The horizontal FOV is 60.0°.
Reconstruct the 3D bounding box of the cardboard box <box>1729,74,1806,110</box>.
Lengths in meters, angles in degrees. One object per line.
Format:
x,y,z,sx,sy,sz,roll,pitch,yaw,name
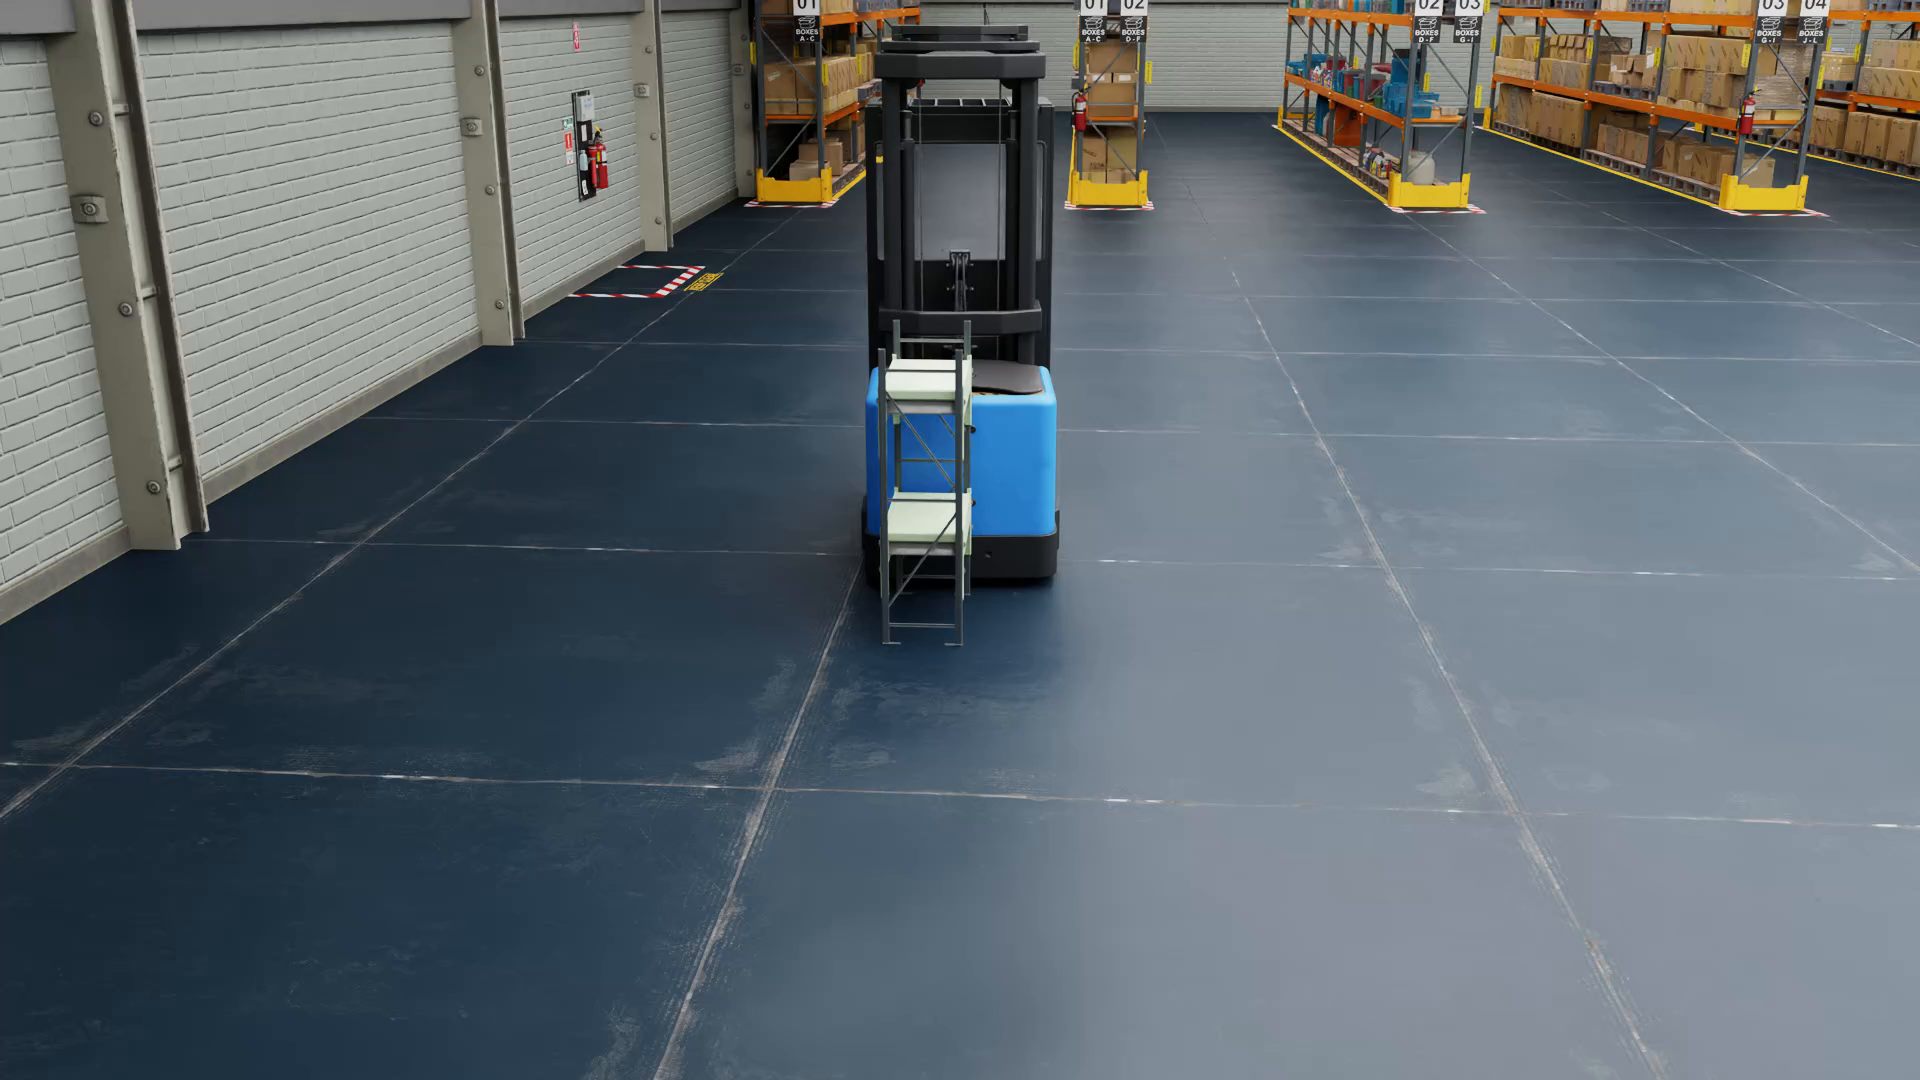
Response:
12.261,-6.813,25.259,0.875,0.500,0.500,1,18,4,cardboard box

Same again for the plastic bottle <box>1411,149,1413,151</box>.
7.782,-6.550,28.644,0.144,0.351,0.185,1,18,2,plastic bottle

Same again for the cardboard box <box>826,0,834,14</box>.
-2.281,-8.532,26.134,0.500,0.500,0.500,2,18,8,cardboard box

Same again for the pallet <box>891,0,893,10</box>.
-1.984,-11.154,34.633,1.003,0.211,1.213,2,18,6,pallet

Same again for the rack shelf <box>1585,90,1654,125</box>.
12.624,-7.975,30.600,1.077,0.370,4.000,1,18,4,rack shelf

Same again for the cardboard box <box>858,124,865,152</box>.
-2.214,-7.754,32.078,0.700,0.500,0.500,1,18,4,cardboard box

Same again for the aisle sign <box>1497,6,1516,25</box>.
13.047,-12.687,39.651,0.394,0.787,0.004,1,18,4,aisle sign

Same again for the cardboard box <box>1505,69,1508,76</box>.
12.914,-10.881,38.718,0.380,0.149,0.250,1,18,3,cardboard box

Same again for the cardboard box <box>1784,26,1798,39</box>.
17.758,-10.855,35.988,0.500,0.500,0.500,1,18,2,cardboard box

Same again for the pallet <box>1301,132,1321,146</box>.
8.017,-8.727,36.218,1.003,0.211,1.213,1,18,4,pallet

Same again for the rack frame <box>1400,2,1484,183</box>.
7.254,-6.564,25.139,1.000,3.000,0.127,1,18,4,rack frame

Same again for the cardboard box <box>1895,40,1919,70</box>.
17.596,-8.863,30.388,0.700,0.500,0.500,1,18,3,cardboard box

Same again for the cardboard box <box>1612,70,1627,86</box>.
12.418,-8.551,30.769,0.500,0.250,0.500,1,18,2,cardboard box

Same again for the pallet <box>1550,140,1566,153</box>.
12.989,-8.234,34.714,1.003,0.211,1.213,1,18,4,pallet

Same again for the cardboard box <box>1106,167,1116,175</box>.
2.606,-5.886,26.810,0.500,0.250,0.500,1,18,4,cardboard box

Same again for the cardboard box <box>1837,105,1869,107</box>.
18.083,-8.684,33.743,0.500,0.250,0.500,1,18,4,cardboard box

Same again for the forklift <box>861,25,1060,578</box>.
-0.005,-1.589,10.065,1.130,2.935,3.031,0,18,0,forklift

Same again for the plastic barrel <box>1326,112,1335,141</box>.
7.926,-8.606,34.567,0.600,0.588,0.708,1,18,4,plastic barrel

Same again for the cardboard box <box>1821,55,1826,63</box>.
17.340,-9.564,33.067,0.380,0.149,0.250,2,18,6,cardboard box

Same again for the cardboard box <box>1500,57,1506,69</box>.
13.006,-11.188,39.014,0.500,0.250,0.500,1,18,3,cardboard box

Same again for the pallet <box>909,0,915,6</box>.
-1.609,-12.527,38.662,1.003,0.211,1.213,1,18,4,pallet

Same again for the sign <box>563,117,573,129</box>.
-4.219,-4.493,17.908,0.001,0.109,0.331,1,18,4,sign

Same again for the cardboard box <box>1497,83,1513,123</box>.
13.375,-10.412,39.620,0.875,0.875,0.875,1,18,4,cardboard box

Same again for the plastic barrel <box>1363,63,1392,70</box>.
8.096,-8.963,32.240,0.600,0.536,0.708,1,18,4,plastic barrel

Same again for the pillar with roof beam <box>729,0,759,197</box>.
0.853,-9.777,25.309,9.100,9.000,0.400,1,18,4,pillar with roof beam

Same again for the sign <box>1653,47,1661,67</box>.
11.927,-8.257,28.447,0.100,0.325,0.005,1,18,4,sign

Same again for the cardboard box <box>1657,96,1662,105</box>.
12.165,-7.517,28.448,0.380,0.149,0.250,1,18,4,cardboard box

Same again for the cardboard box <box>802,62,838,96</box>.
-2.249,-7.375,26.617,0.500,0.500,0.500,1,18,4,cardboard box

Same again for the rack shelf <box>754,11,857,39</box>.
-2.485,-8.490,27.354,1.077,0.370,4.000,1,18,4,rack shelf

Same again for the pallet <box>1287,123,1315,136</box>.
8.213,-9.575,38.806,1.003,0.211,1.213,1,18,4,pallet

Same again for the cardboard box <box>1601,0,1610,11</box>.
12.480,-10.152,31.512,0.500,0.250,0.500,2,18,5,cardboard box

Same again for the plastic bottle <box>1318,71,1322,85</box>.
7.582,-9.700,34.914,0.097,0.271,0.097,0,18,0,plastic bottle

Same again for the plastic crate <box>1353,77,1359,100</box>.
7.309,-8.148,29.999,0.392,0.384,0.575,1,18,4,plastic crate

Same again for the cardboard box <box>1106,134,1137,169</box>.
2.607,-6.242,26.693,0.500,0.500,0.500,1,18,4,cardboard box

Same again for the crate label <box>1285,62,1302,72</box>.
8.054,-11.413,40.109,0.416,0.233,0.303,1,18,4,crate label

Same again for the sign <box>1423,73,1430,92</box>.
8.088,-7.922,28.839,0.100,0.325,0.005,1,18,4,sign

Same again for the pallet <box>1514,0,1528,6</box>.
13.213,-12.196,37.650,1.003,0.211,1.213,1,18,4,pallet

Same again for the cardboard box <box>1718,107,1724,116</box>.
12.027,-6.661,25.838,0.380,0.149,0.250,1,18,4,cardboard box

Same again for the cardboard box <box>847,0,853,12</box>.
-2.131,-9.347,28.621,0.500,0.500,0.500,2,18,5,cardboard box

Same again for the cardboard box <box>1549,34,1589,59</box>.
13.016,-10.506,35.398,0.797,0.503,0.637,1,18,2,cardboard box

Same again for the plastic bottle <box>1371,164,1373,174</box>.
7.011,-6.298,28.115,0.097,0.201,0.097,0,18,0,plastic bottle

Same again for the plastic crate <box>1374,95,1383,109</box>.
7.161,-7.291,27.696,0.450,0.188,0.662,1,18,4,plastic crate

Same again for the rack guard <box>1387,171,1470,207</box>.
7.212,-5.401,25.603,1.175,0.500,0.348,1,18,4,rack guard

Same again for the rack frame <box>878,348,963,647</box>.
-0.188,-0.188,8.087,0.400,1.500,0.023,1,18,3,rack frame

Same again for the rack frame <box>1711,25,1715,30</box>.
18.281,-11.281,39.533,1.000,3.000,0.127,1,18,4,rack frame

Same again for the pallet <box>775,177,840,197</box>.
-2.529,-5.735,27.087,1.003,0.211,1.213,1,18,4,pallet

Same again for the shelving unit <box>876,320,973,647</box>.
-0.167,-0.301,8.434,0.431,1.500,0.755,1,18,3,shelving unit

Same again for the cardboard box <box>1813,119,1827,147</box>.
17.535,-8.179,33.408,0.500,0.500,0.500,2,18,6,cardboard box

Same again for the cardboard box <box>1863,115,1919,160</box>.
17.515,-7.468,30.835,1.050,0.750,0.750,2,18,5,cardboard box

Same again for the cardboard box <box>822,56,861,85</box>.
-2.224,-8.615,30.530,0.700,0.500,0.500,3,18,10,cardboard box
